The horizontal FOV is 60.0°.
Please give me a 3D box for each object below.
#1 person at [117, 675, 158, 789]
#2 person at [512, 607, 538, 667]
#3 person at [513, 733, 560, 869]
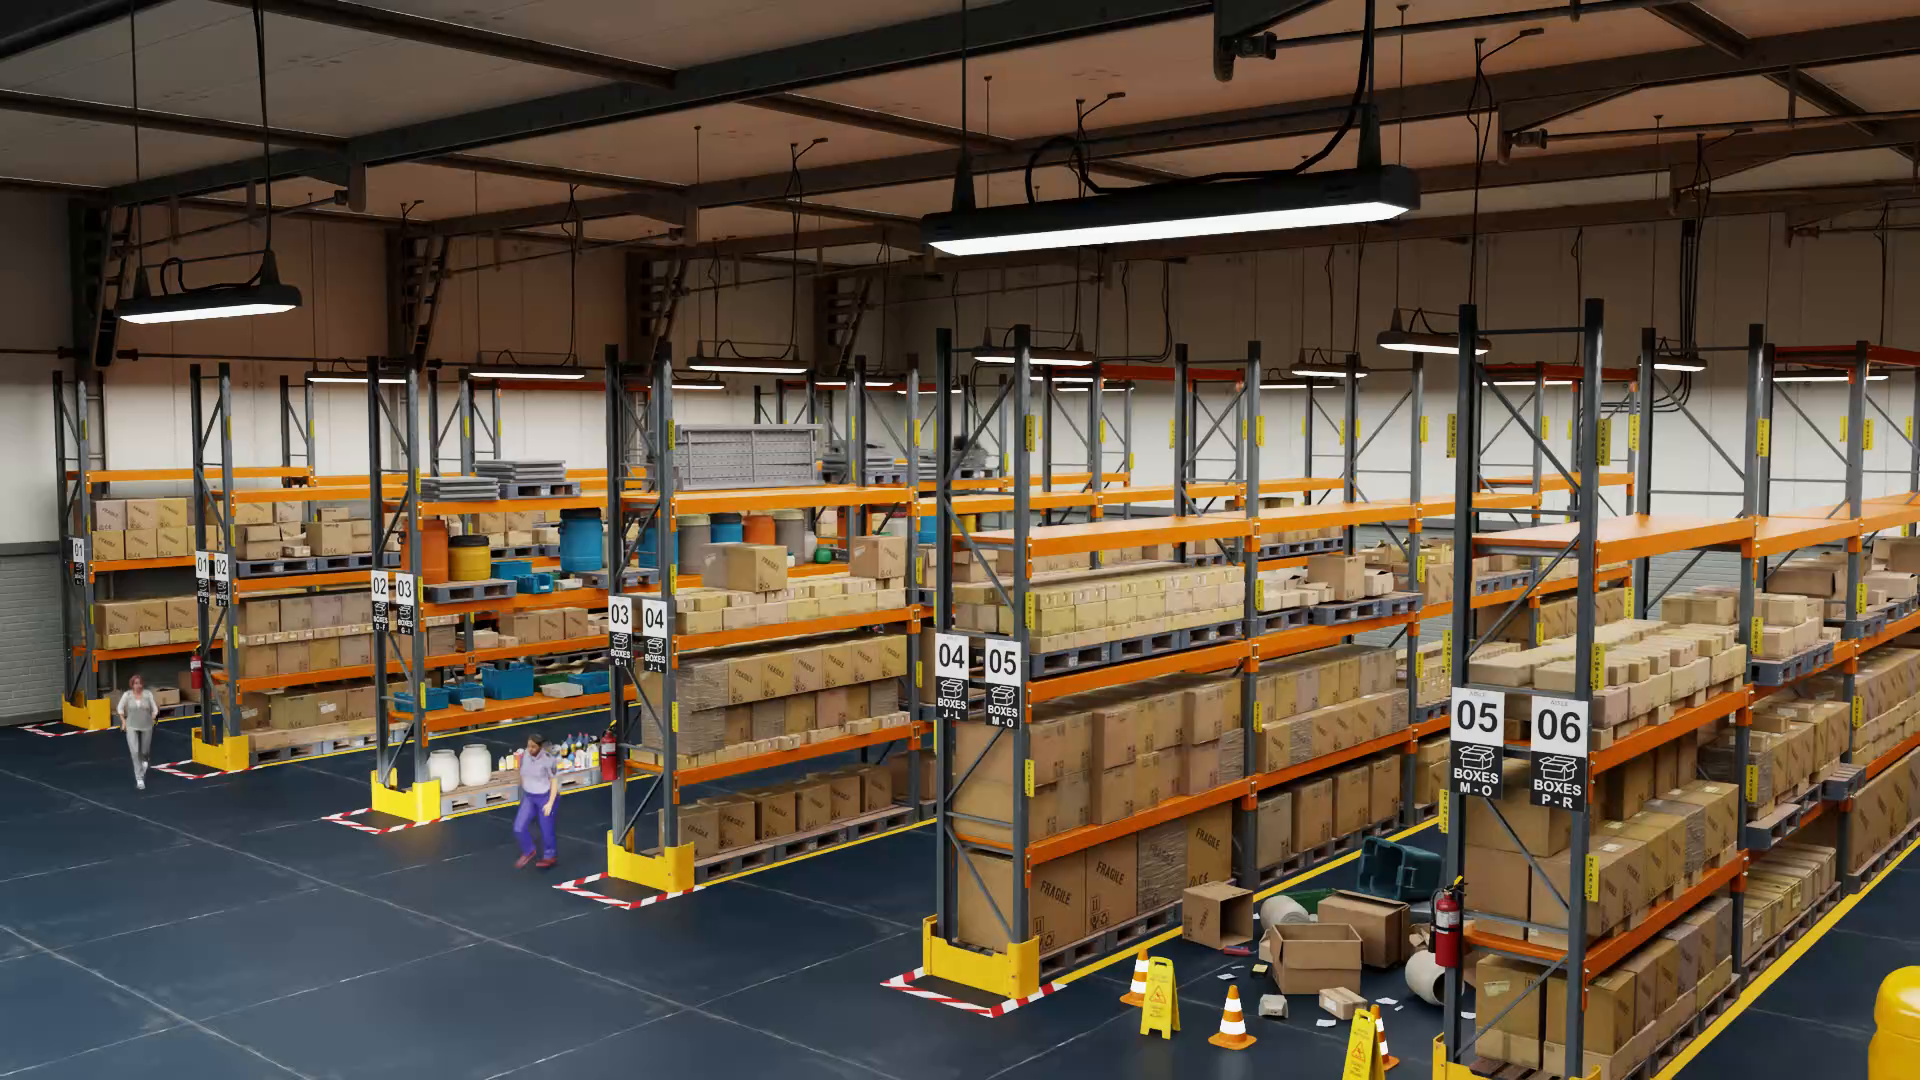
[{"bbox_3d":[-11.668,2.687,23.607,0.522,1.593,0.800,-2,5,-28],"label":"person"},{"bbox_3d":[-8.331,2.001,31.894,0.714,1.732,0.983,2,5,29],"label":"person"},{"bbox_3d":[-4.828,2.976,19.031,0.639,1.621,0.548,2,4,21],"label":"person"}]
